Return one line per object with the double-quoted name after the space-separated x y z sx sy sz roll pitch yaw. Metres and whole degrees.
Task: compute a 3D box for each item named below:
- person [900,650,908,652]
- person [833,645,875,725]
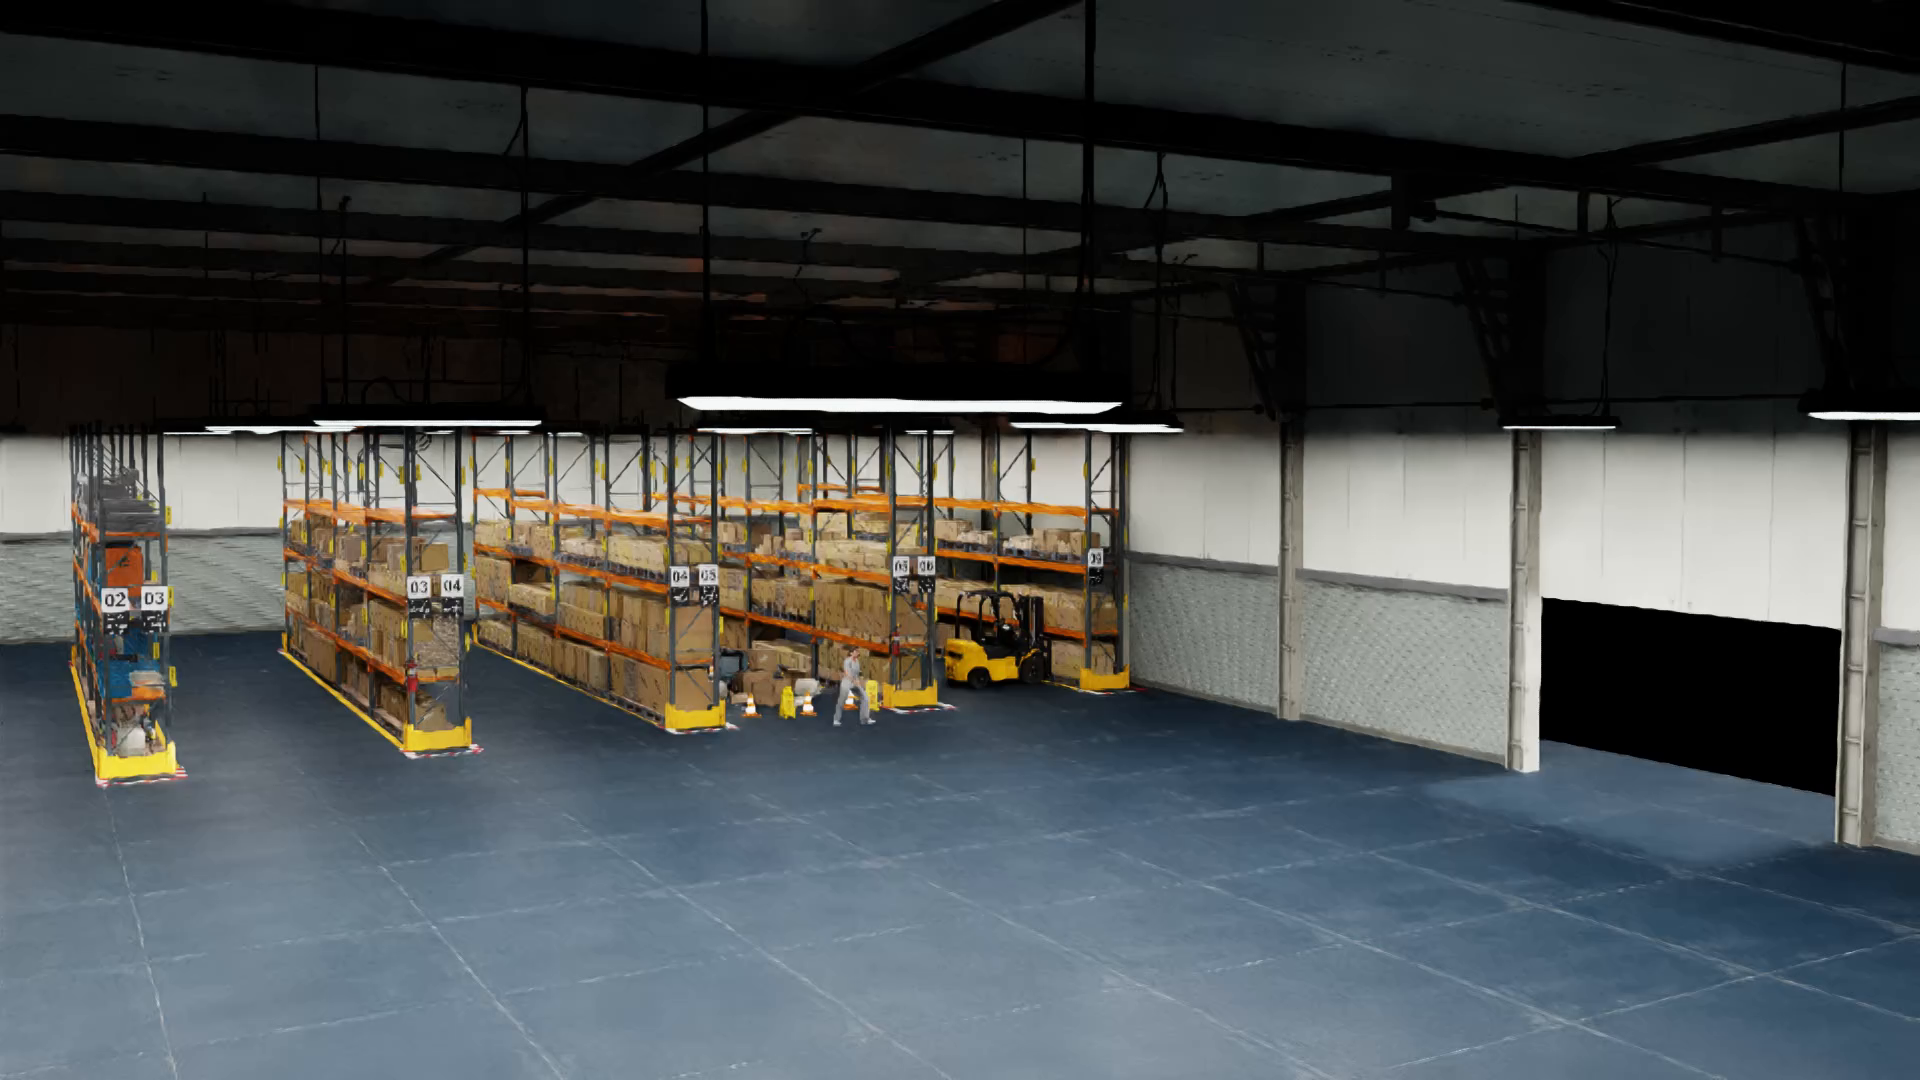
-1.379 2.489 39.237 0.526 1.592 0.523 0 4 4 "person"
-2.150 2.873 32.987 0.774 1.612 0.600 3 5 39 "person"
